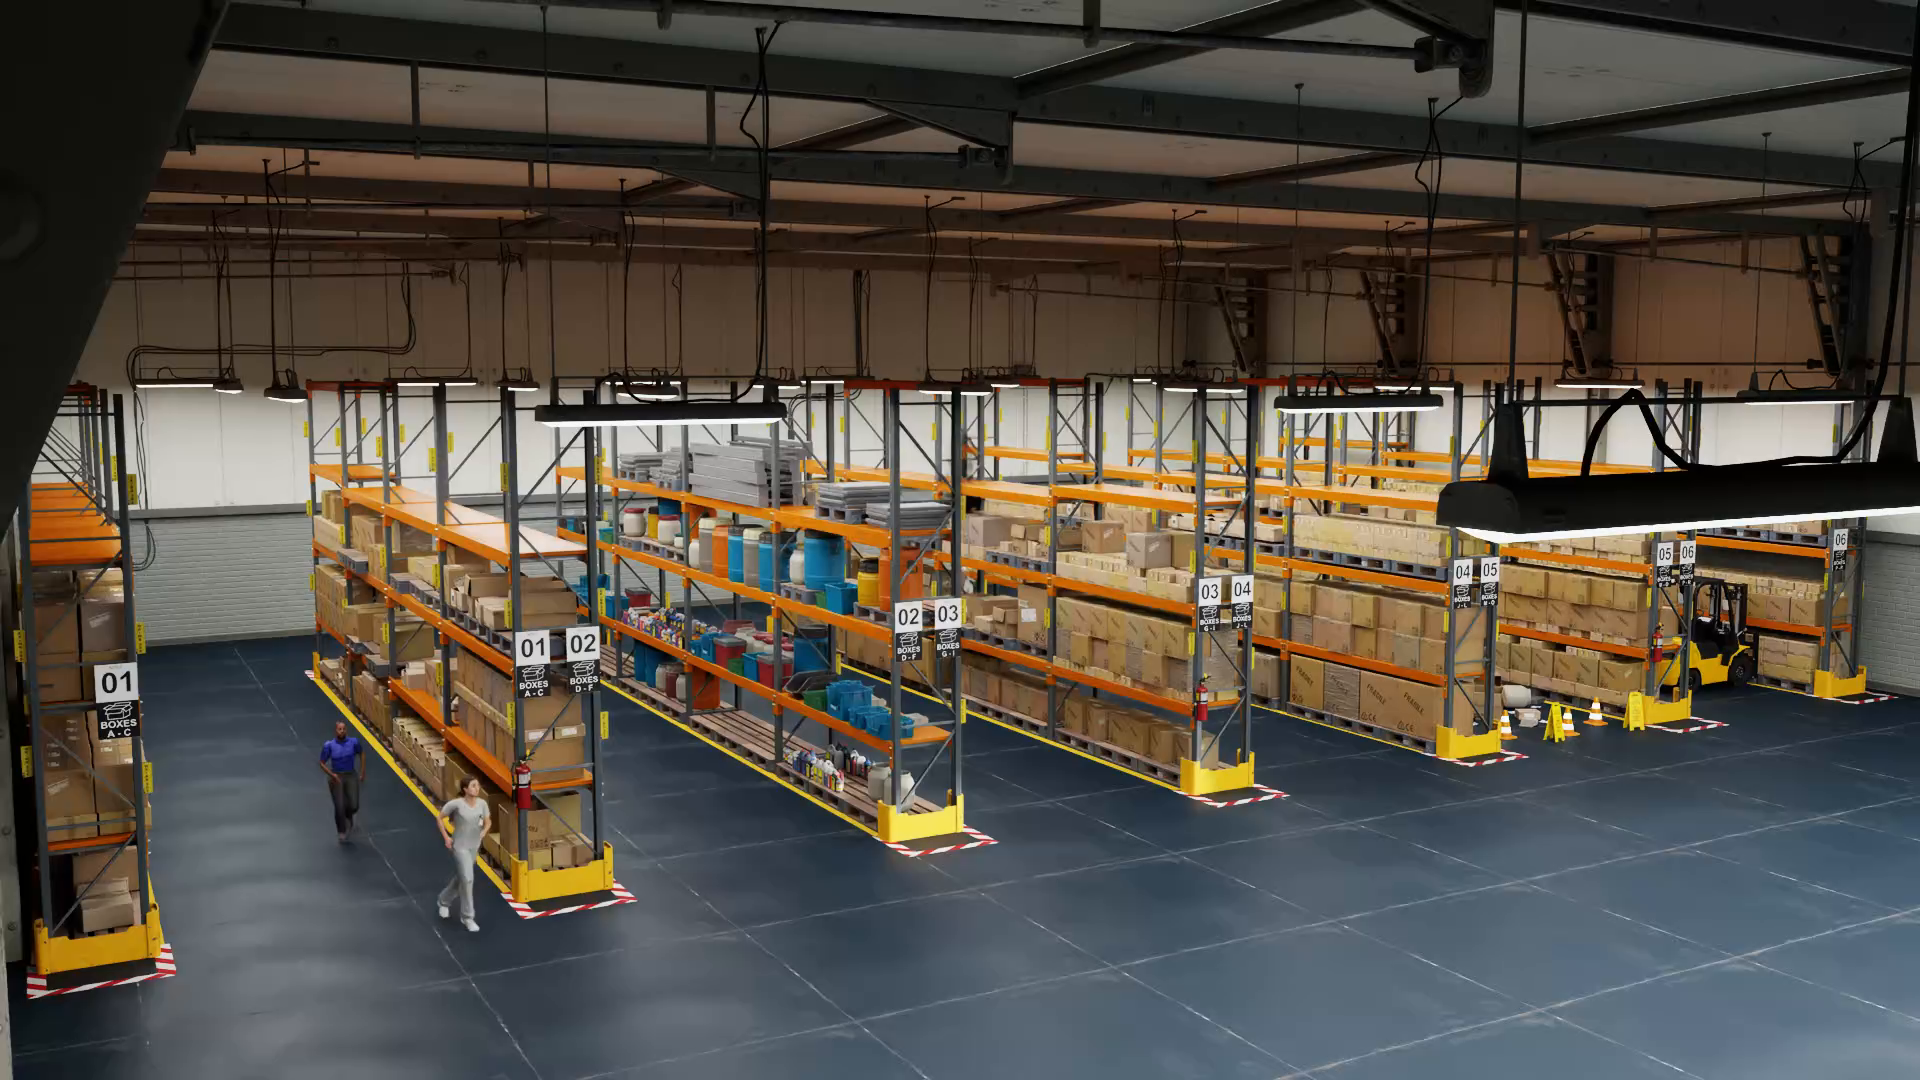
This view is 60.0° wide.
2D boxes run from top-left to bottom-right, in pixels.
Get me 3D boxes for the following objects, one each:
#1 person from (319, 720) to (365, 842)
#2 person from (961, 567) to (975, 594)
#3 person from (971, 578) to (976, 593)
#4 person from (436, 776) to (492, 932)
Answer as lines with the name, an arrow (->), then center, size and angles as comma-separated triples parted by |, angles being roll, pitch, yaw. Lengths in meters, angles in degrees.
person -> -8.189, 3.194, 22.109 | 0.608, 1.603, 0.581 | -4, 7, -33
person -> 0.077, 1.446, 38.047 | 0.618, 1.694, 0.900 | -3, 7, -28
person -> 0.249, 0.994, 42.280 | 0.843, 1.709, 0.751 | 0, 6, -3
person -> -5.599, 3.506, 18.881 | 0.817, 1.689, 0.564 | 5, 8, 37
